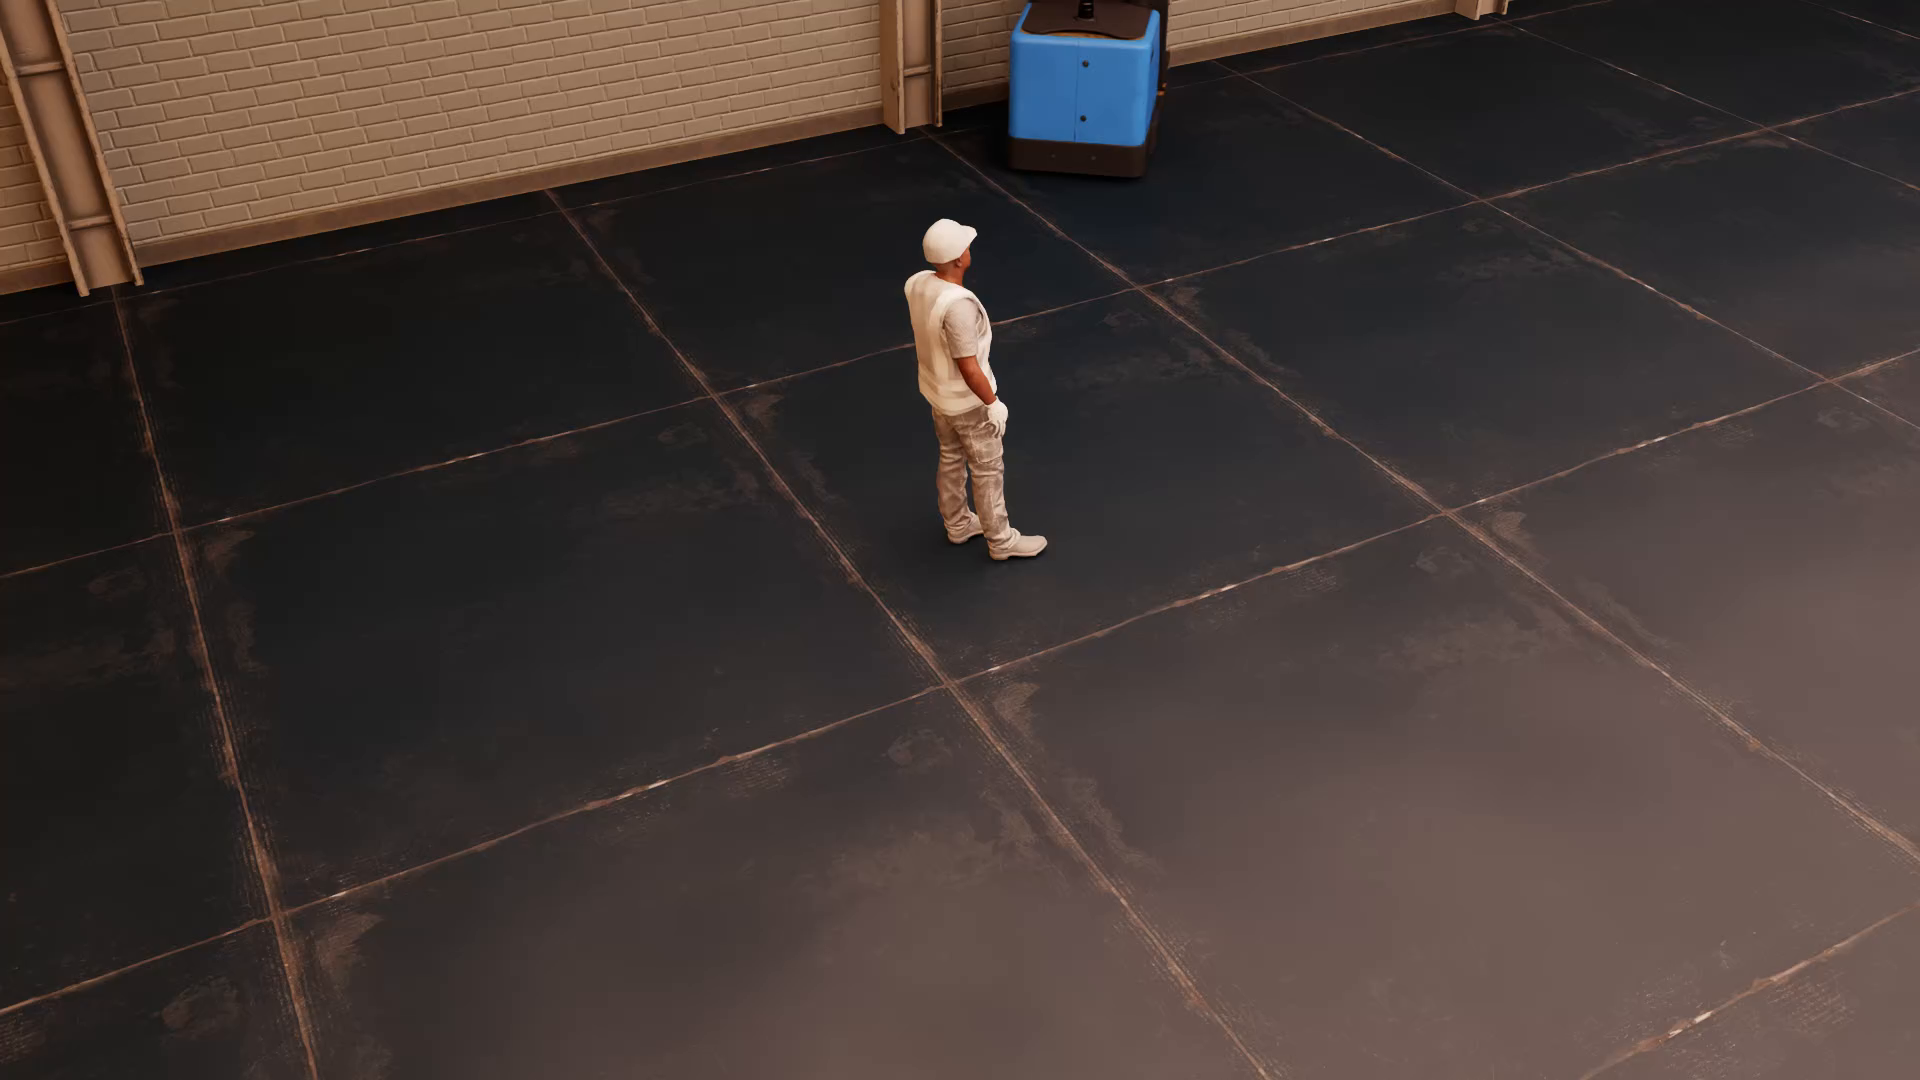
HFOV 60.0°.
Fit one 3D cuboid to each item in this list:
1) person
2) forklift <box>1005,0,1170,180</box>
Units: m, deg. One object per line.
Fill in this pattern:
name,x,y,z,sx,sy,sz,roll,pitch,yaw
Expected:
person,0.068,-0.749,8.164,0.577,1.782,0.656,-17,39,-23
forklift,1.113,-4.704,12.777,1.130,2.935,3.031,6,36,9
